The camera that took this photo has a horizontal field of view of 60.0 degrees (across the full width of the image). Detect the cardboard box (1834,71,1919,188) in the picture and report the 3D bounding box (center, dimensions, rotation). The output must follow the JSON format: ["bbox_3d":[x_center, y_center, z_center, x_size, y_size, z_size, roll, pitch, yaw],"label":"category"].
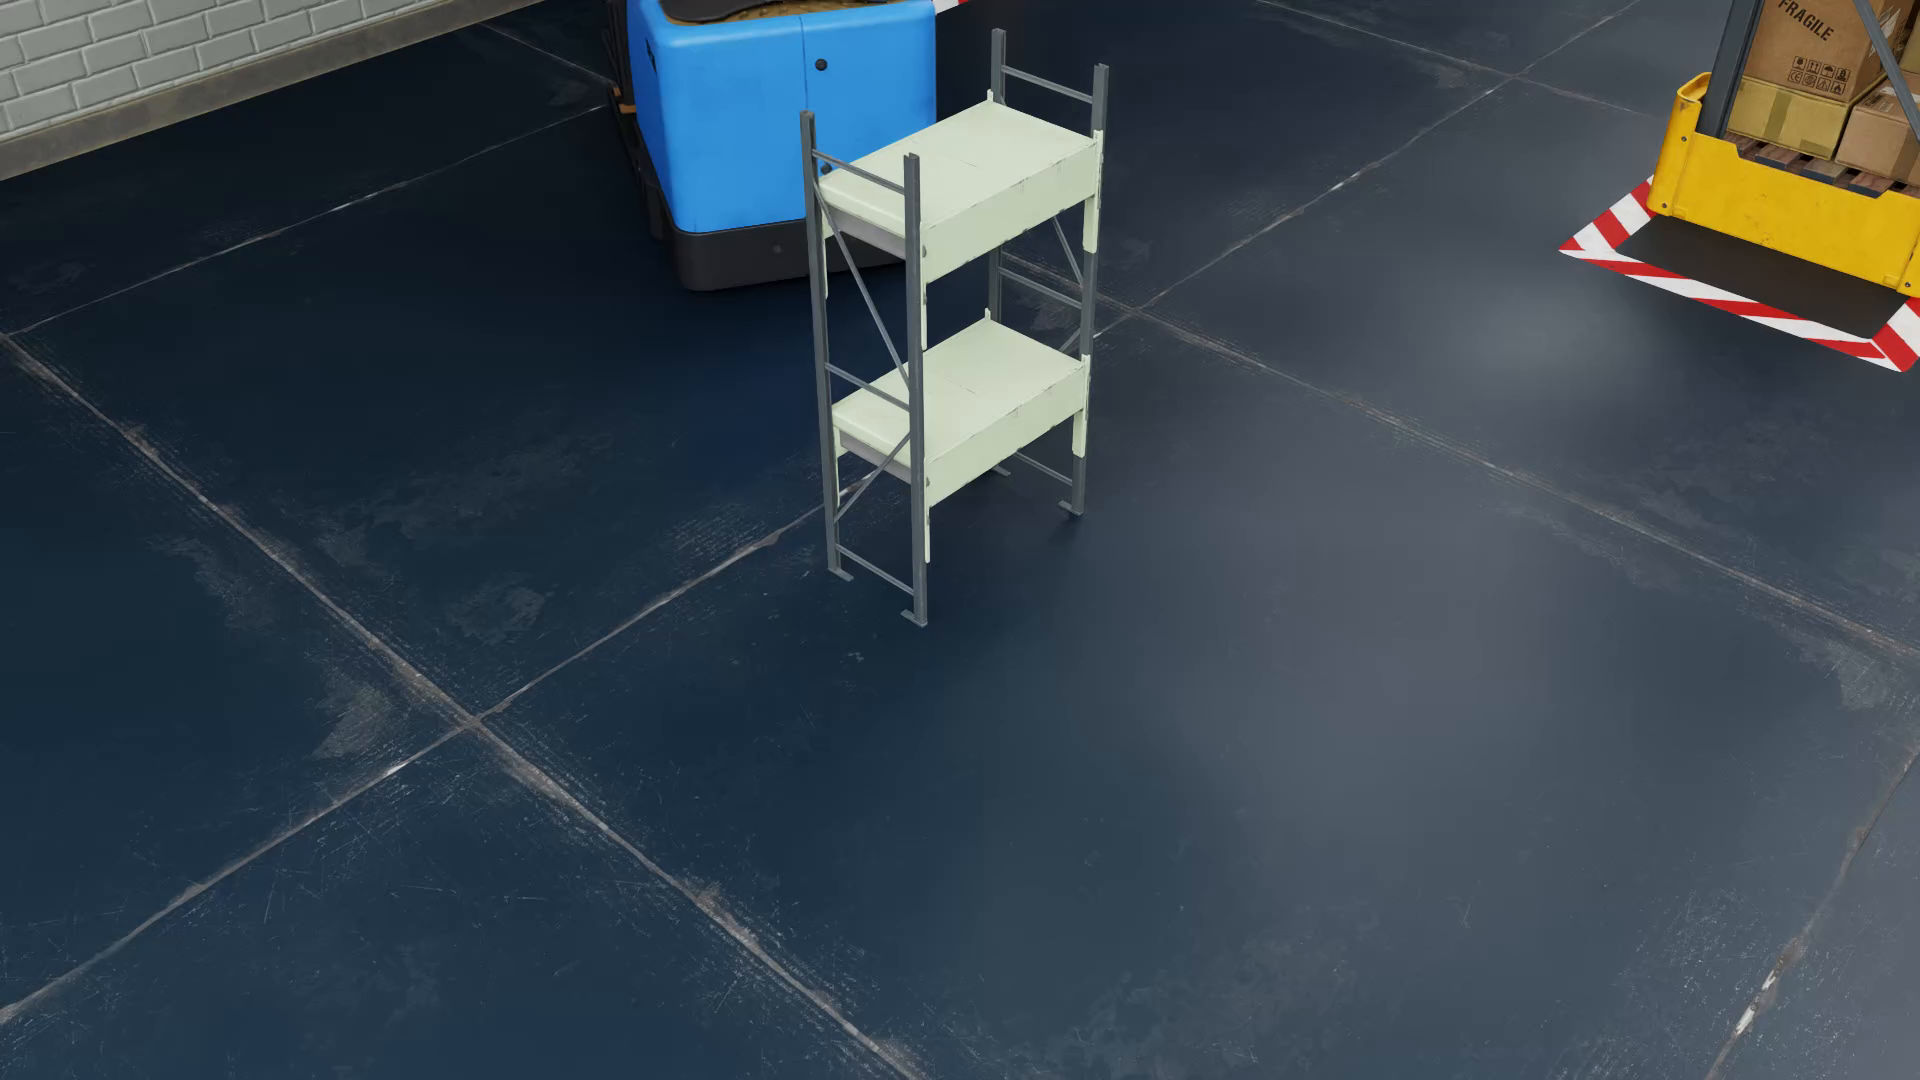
[{"bbox_3d":[3.960,-1.665,6.805,0.500,0.250,0.500,30,47,32],"label":"cardboard box"}]

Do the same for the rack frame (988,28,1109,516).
[{"bbox_3d":[0.242,-0.752,4.991,0.400,1.500,0.023,30,47,32],"label":"rack frame"}]

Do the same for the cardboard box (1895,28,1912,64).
[{"bbox_3d":[3.906,-2.117,7.374,0.500,0.250,0.500,30,47,32],"label":"cardboard box"}]

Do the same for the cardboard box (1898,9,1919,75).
[{"bbox_3d":[4.296,-2.189,6.862,0.500,0.500,0.500,30,47,32],"label":"cardboard box"}]

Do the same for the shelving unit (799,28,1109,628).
[{"bbox_3d":[-0.004,-0.584,4.779,0.431,1.500,0.755,30,47,32],"label":"shelving unit"}]

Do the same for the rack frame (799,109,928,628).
[{"bbox_3d":[-0.251,-0.416,4.568,0.400,1.500,0.023,30,47,32],"label":"rack frame"}]

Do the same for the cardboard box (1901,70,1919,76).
[{"bbox_3d":[4.295,-1.896,7.096,0.500,0.250,0.500,30,47,32],"label":"cardboard box"}]

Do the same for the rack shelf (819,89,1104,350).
[{"bbox_3d":[-0.004,-0.889,4.536,0.431,0.370,0.720,30,47,32],"label":"rack shelf"}]

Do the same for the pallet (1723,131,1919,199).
[{"bbox_3d":[3.919,-1.701,7.220,1.003,0.211,1.213,30,47,32],"label":"pallet"}]

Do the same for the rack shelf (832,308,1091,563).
[{"bbox_3d":[-0.004,-0.329,4.982,0.431,0.370,0.720,30,47,32],"label":"rack shelf"}]

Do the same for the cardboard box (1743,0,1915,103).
[{"bbox_3d":[3.576,-2.177,6.846,0.500,0.500,0.500,30,47,32],"label":"cardboard box"}]

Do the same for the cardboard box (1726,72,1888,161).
[{"bbox_3d":[3.578,-1.882,7.079,0.500,0.250,0.500,30,47,32],"label":"cardboard box"}]

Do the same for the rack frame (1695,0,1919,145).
[{"bbox_3d":[3.434,-2.424,5.888,1.000,3.000,0.127,30,47,32],"label":"rack frame"}]

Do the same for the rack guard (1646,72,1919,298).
[{"bbox_3d":[3.418,-1.434,6.652,1.175,0.500,0.348,30,47,32],"label":"rack guard"}]

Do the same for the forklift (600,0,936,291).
[{"bbox_3d":[-0.992,-3.017,6.689,1.130,2.935,3.031,-11,40,-13],"label":"forklift"}]

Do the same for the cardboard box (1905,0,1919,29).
[{"bbox_3d":[4.240,-2.642,7.432,0.500,0.500,0.500,30,47,32],"label":"cardboard box"}]

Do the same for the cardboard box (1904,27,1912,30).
[{"bbox_3d":[4.242,-2.347,7.664,0.500,0.250,0.500,30,47,32],"label":"cardboard box"}]
